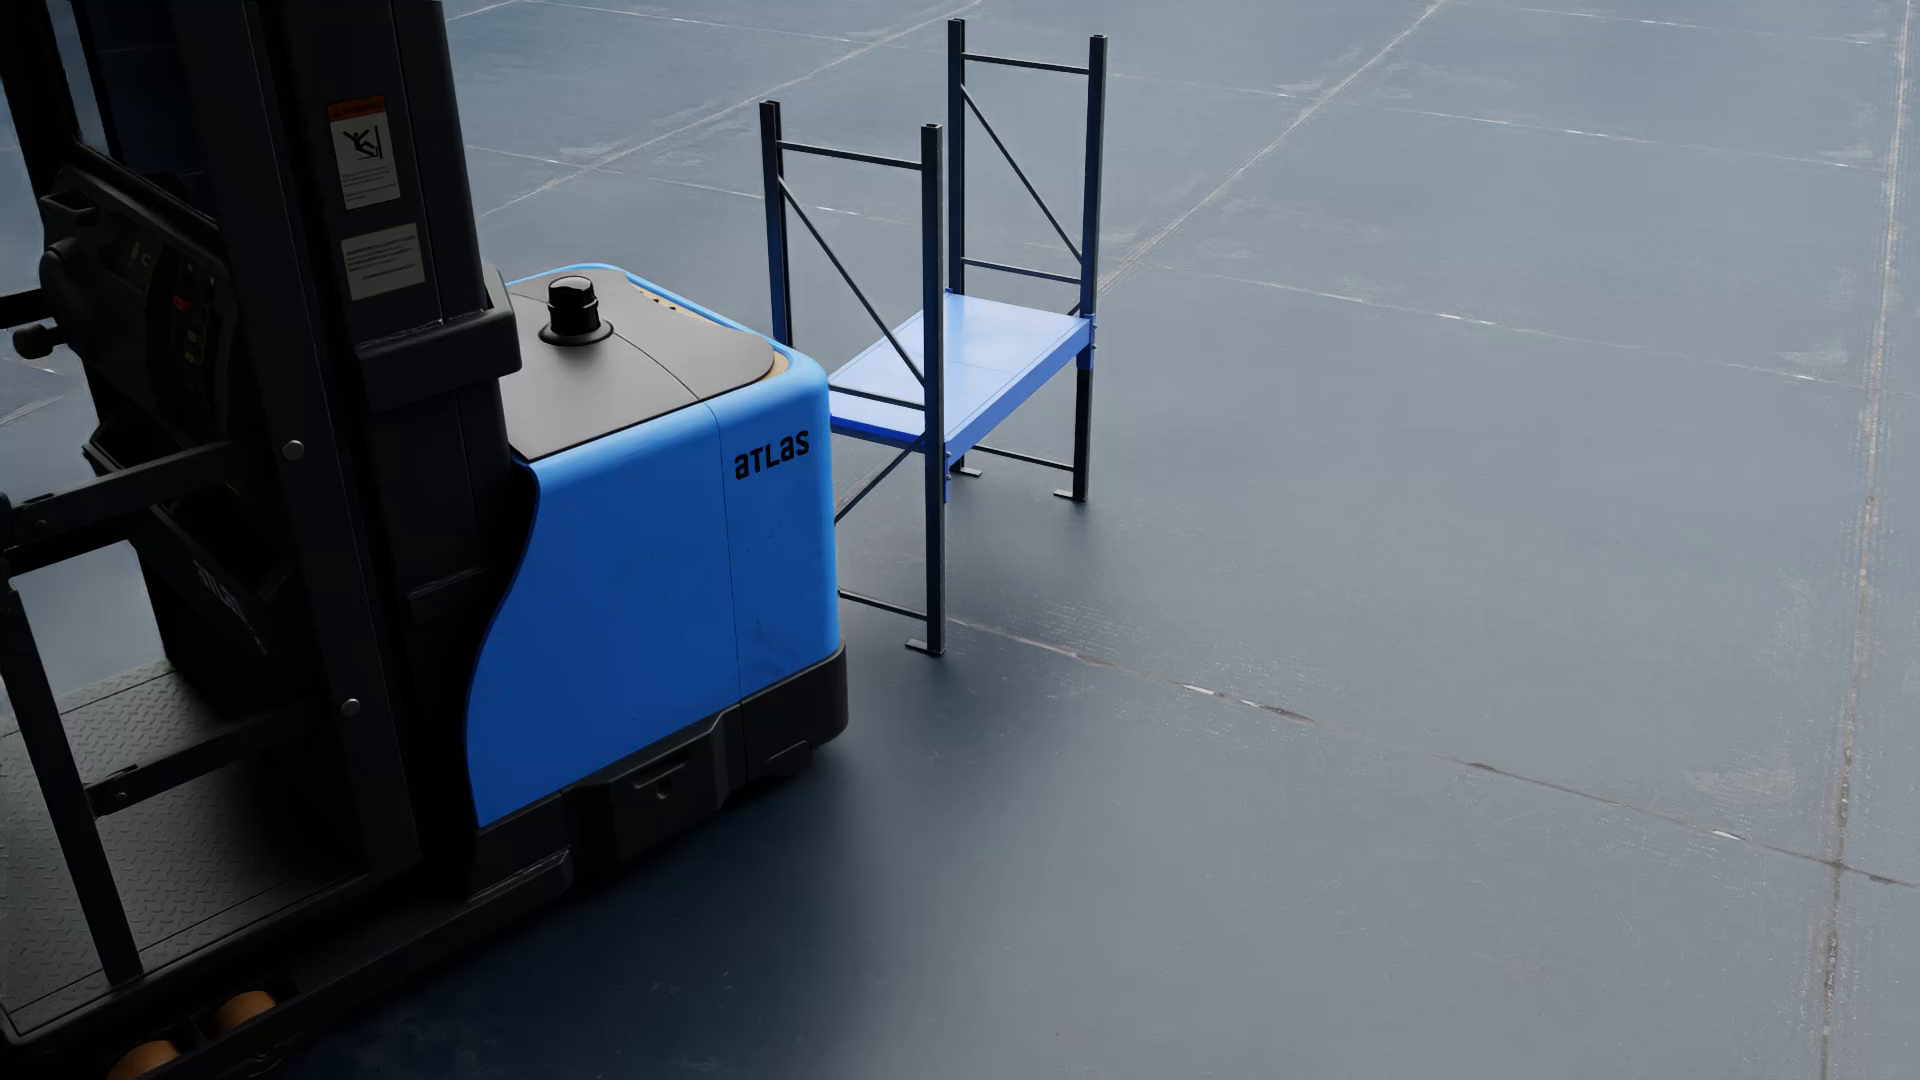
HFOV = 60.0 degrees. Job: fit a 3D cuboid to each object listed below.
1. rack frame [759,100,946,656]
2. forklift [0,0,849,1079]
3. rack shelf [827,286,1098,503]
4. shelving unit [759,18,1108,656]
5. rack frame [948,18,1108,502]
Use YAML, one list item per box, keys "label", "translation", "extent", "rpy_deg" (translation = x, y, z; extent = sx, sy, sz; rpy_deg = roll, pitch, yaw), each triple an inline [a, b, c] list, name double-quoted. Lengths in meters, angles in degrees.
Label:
- label: "rack frame"
  translation: [-0.270, -0.387, 4.418]
  extent: [0.500, 1.500, 0.032]
  rpy_deg: [14, 33, 23]
- label: "forklift"
  translation: [-1.707, -0.415, 3.029]
  extent: [3.031, 2.935, 1.130]
  rpy_deg: [-25, 38, -36]
- label: "rack shelf"
  translation: [-0.039, -0.457, 4.900]
  extent: [0.538, 0.185, 1.000]
  rpy_deg: [14, 33, 23]
- label: "shelving unit"
  translation: [-0.039, -0.613, 4.811]
  extent: [0.538, 1.500, 1.048]
  rpy_deg: [14, 33, 23]
- label: "rack frame"
  translation: [0.193, -0.838, 5.203]
  extent: [0.500, 1.500, 0.032]
  rpy_deg: [14, 33, 23]
